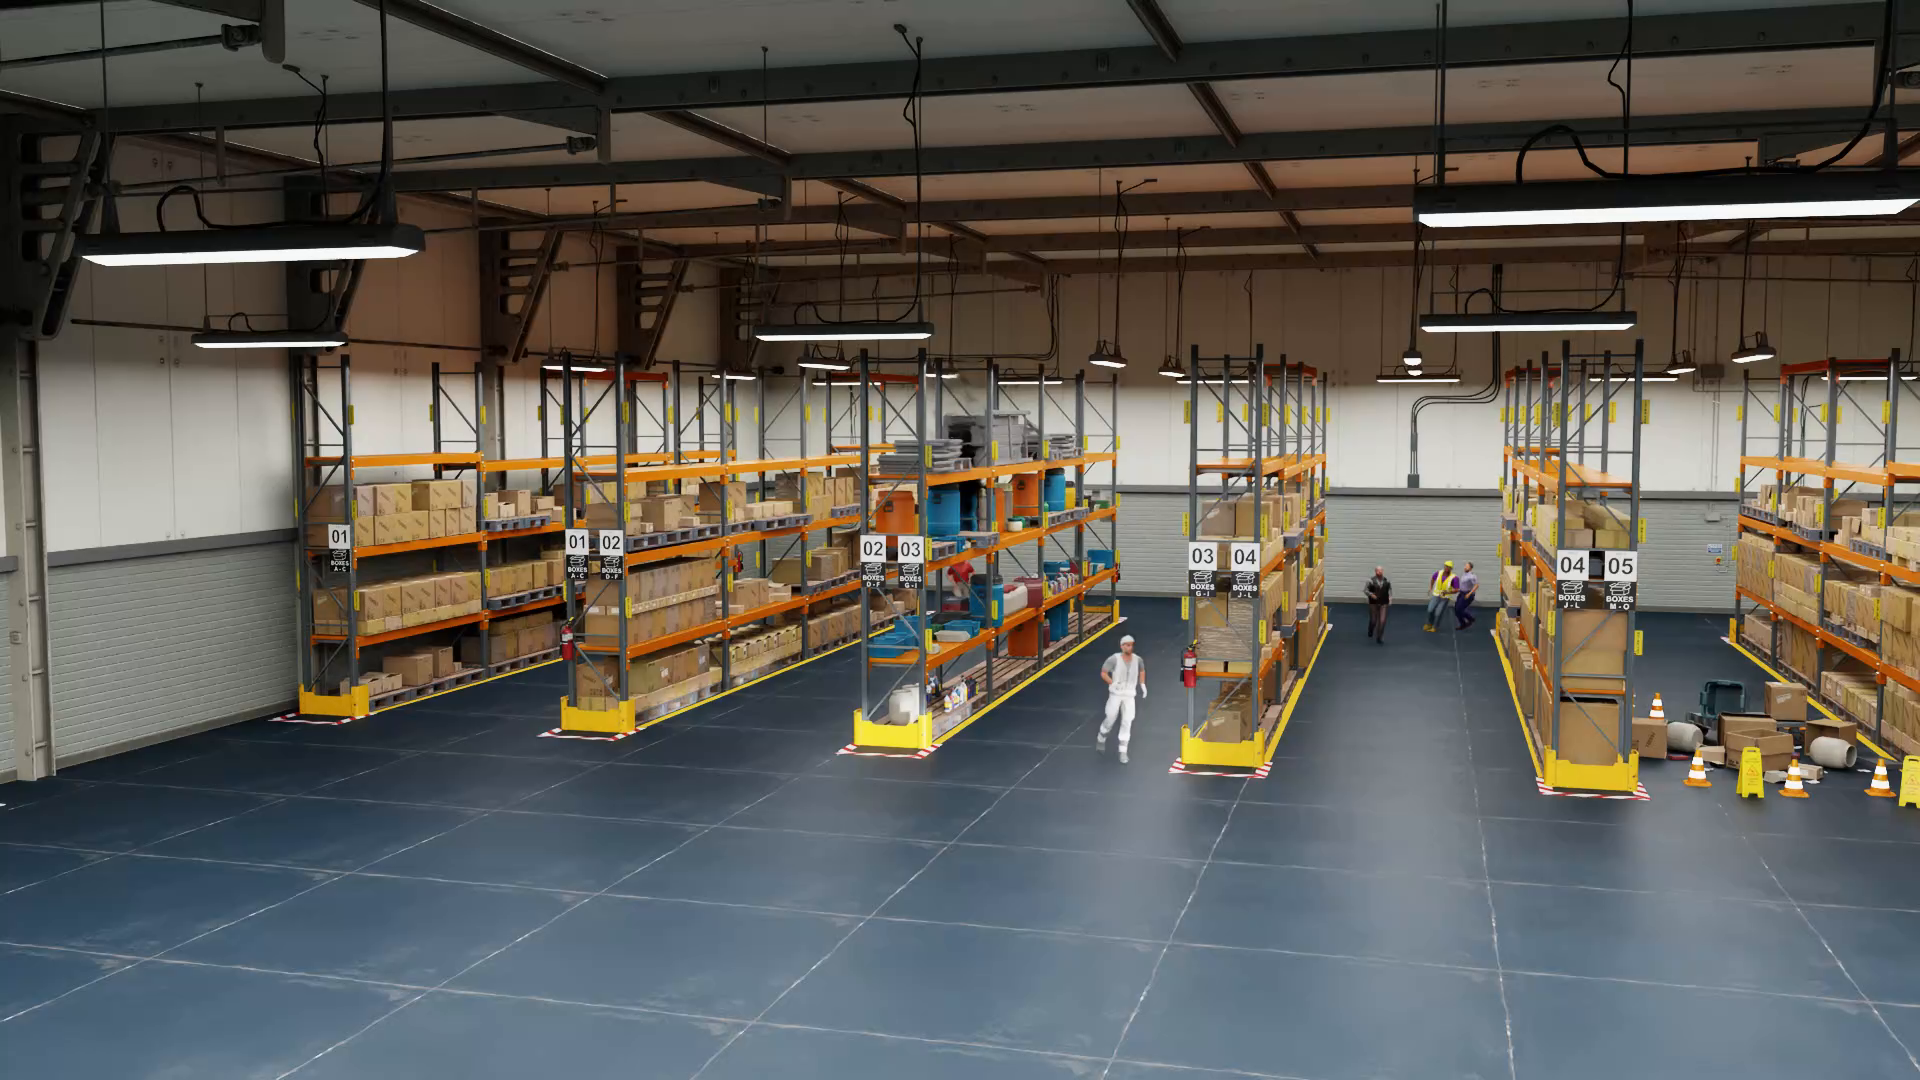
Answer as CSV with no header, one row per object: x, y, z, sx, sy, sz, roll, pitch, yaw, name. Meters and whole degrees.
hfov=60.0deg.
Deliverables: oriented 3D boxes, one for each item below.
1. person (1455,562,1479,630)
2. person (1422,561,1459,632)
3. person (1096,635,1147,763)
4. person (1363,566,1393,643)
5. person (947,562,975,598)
11.796,1.311,38.747,0.523,1.602,0.671,-1,4,-13,person
11.013,1.306,38.127,0.834,1.672,0.579,2,5,28,person
2.401,2.279,24.257,0.709,1.783,0.902,-1,4,-10,person
9.208,1.415,36.608,0.661,1.688,0.714,0,4,1,person
0.019,1.145,40.280,0.694,1.671,0.542,0,4,3,person
